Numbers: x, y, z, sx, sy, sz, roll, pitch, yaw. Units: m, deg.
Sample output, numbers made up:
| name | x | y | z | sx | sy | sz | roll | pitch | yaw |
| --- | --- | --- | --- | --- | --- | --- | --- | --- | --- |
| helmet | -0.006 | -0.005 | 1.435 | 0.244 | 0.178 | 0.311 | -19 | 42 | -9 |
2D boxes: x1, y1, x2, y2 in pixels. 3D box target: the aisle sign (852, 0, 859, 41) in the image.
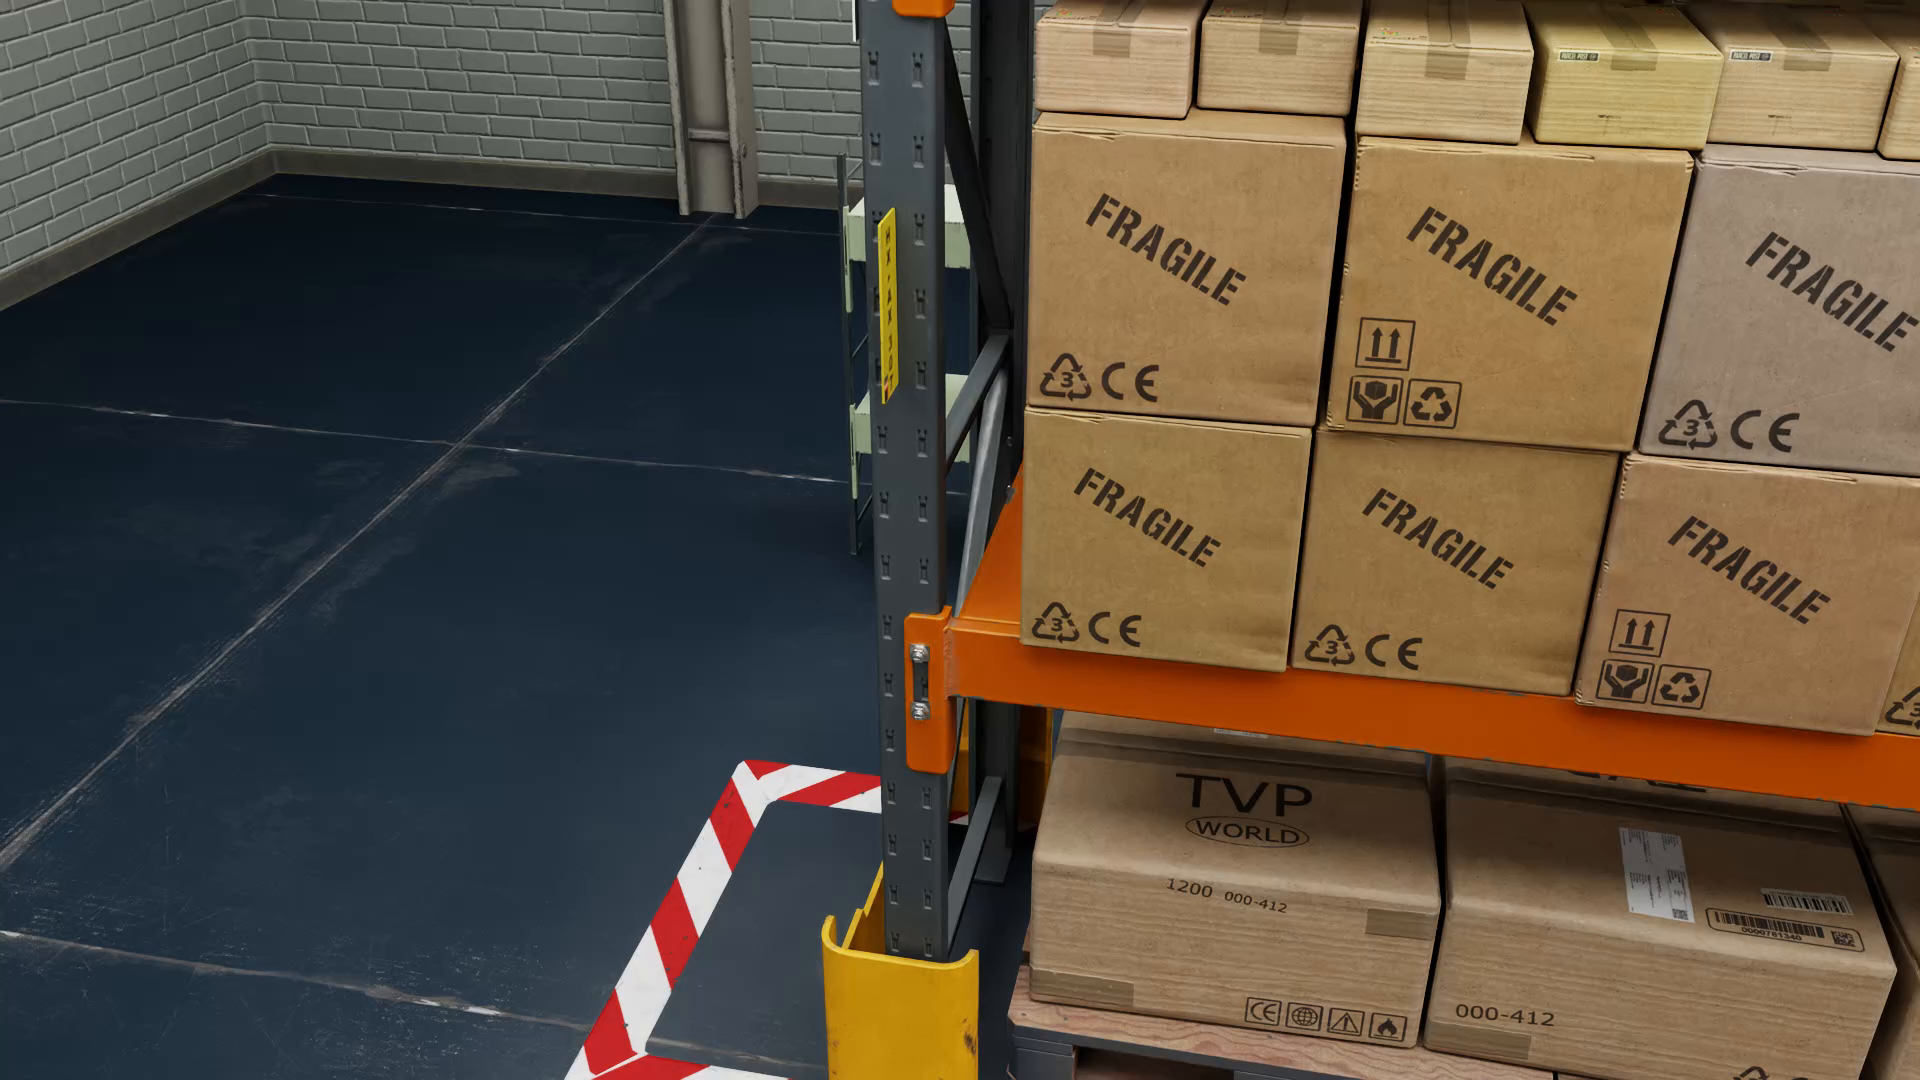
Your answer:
| name | x | y | z | sx | sy | sz | roll | pitch | yaw |
| --- | --- | --- | --- | --- | --- | --- | --- | --- | --- |
| aisle sign | -0.133 | -1.259 | 2.720 | 0.004 | 0.787 | 0.394 | 6 | 29 | 11 |

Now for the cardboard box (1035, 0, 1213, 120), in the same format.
| name | x | y | z | sx | sy | sz | roll | pitch | yaw |
| --- | --- | --- | --- | --- | --- | --- | --- | --- | --- |
| cardboard box | 0.288 | -0.849 | 2.857 | 0.250 | 0.149 | 0.380 | 6 | 29 | 12 |

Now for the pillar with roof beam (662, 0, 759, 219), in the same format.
| name | x | y | z | sx | sy | sz | roll | pitch | yaw |
| --- | --- | --- | --- | --- | --- | --- | --- | --- | --- |
| pillar with roof beam | -2.316 | -3.883 | 3.972 | 0.400 | 9.000 | 9.100 | 6 | 29 | 11 |

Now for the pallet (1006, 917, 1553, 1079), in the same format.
| name | x | y | z | sx | sy | sz | roll | pitch | yaw |
| --- | --- | --- | --- | --- | --- | --- | --- | --- | --- |
| pallet | 0.797 | 1.019 | 4.170 | 1.213 | 0.211 | 1.003 | 6 | 29 | 11 |

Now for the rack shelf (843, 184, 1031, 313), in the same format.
| name | x | y | z | sx | sy | sz | roll | pitch | yaw |
| --- | --- | --- | --- | --- | --- | --- | --- | --- | --- |
| rack shelf | 0.007 | -1.000 | 5.701 | 0.720 | 0.370 | 0.431 | 6 | 29 | 11 |

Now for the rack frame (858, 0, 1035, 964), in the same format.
| name | x | y | z | sx | sy | sz | roll | pitch | yaw |
| --- | --- | --- | --- | --- | --- | --- | --- | --- | --- |
| rack frame | -0.002 | -0.248 | 3.579 | 0.127 | 3.000 | 1.000 | 6 | 29 | 11 |

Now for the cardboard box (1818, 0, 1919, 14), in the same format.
| name | x | y | z | sx | sy | sz | roll | pitch | yaw |
| --- | --- | --- | --- | --- | --- | --- | --- | --- | --- |
| cardboard box | 1.650 | -0.971 | 3.079 | 0.250 | 0.149 | 0.380 | 7 | 29 | 12 |

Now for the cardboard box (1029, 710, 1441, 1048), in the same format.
| name | x | y | z | sx | sy | sz | roll | pitch | yaw |
| --- | --- | --- | --- | --- | --- | --- | --- | --- | --- |
| cardboard box | 0.665 | 0.711 | 4.059 | 0.875 | 0.438 | 0.875 | 5 | 29 | 9 |

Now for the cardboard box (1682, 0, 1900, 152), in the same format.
| name | x | y | z | sx | sy | sz | roll | pitch | yaw |
| --- | --- | --- | --- | --- | --- | --- | --- | --- | --- |
| cardboard box | 1.318 | -0.757 | 2.689 | 0.250 | 0.149 | 0.380 | 6 | 29 | 11 |

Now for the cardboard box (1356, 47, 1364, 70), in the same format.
| name | x | y | z | sx | sy | sz | roll | pitch | yaw |
| --- | --- | --- | --- | --- | --- | --- | --- | --- | --- |
| cardboard box | 1.037 | -0.755 | 3.361 | 0.500 | 0.500 | 0.500 | 6 | 29 | 11 |

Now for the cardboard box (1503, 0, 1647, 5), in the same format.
| name | x | y | z | sx | sy | sz | roll | pitch | yaw |
| --- | --- | --- | --- | --- | --- | --- | --- | --- | --- |
| cardboard box | 1.152 | -1.028 | 3.183 | 0.250 | 0.149 | 0.380 | 7 | 29 | 12 |

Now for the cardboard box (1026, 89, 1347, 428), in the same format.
| name | x | y | z | sx | sy | sz | roll | pitch | yaw |
| --- | --- | --- | --- | --- | --- | --- | --- | --- | --- |
| cardboard box | 0.408 | -0.549 | 2.983 | 0.500 | 0.500 | 0.500 | 5 | 29 | 9 |

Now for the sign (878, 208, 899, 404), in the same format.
| name | x | y | z | sx | sy | sz | roll | pitch | yaw |
| --- | --- | --- | --- | --- | --- | --- | --- | --- | --- |
| sign | -0.124 | -0.402 | 2.878 | 0.005 | 0.325 | 0.100 | 6 | 29 | 11 |

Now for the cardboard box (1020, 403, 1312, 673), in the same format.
| name | x | y | z | sx | sy | sz | roll | pitch | yaw |
| --- | --- | --- | --- | --- | --- | --- | --- | --- | --- |
| cardboard box | 0.408 | -0.109 | 3.221 | 0.500 | 0.500 | 0.500 | 6 | 29 | 10 |

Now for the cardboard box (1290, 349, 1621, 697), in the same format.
| name | x | y | z | sx | sy | sz | roll | pitch | yaw |
| --- | --- | --- | --- | --- | --- | --- | --- | --- | --- |
| cardboard box | 0.908 | -0.071 | 3.152 | 0.500 | 0.500 | 0.500 | 5 | 29 | 10 |

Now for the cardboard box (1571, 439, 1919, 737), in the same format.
| name | x | y | z | sx | sy | sz | roll | pitch | yaw |
| --- | --- | --- | --- | --- | --- | --- | --- | --- | --- |
| cardboard box | 1.402 | -0.012 | 3.044 | 0.500 | 0.500 | 0.500 | 6 | 29 | 10 |

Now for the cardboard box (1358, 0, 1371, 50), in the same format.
| name | x | y | z | sx | sy | sz | roll | pitch | yaw |
| --- | --- | --- | --- | --- | --- | --- | --- | --- | --- |
| cardboard box | 0.914 | -1.072 | 3.265 | 0.250 | 0.149 | 0.380 | 6 | 29 | 10 |

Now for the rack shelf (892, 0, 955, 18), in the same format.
| name | x | y | z | sx | sy | sz | roll | pitch | yaw |
| --- | --- | --- | --- | --- | --- | --- | --- | --- | --- |
| rack shelf | 1.954 | -1.048 | 2.665 | 4.000 | 0.370 | 1.077 | 6 | 29 | 11 |

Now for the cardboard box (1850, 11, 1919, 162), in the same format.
| name | x | y | z | sx | sy | sz | roll | pitch | yaw |
| --- | --- | --- | --- | --- | --- | --- | --- | --- | --- |
| cardboard box | 1.553 | -0.712 | 2.607 | 0.250 | 0.149 | 0.380 | 6 | 29 | 11 |

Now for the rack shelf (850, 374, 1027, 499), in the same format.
| name | x | y | z | sx | sy | sz | roll | pitch | yaw |
| --- | --- | --- | --- | --- | --- | --- | --- | --- | --- |
| rack shelf | 0.007 | -0.371 | 6.045 | 0.720 | 0.370 | 0.431 | 6 | 29 | 11 |

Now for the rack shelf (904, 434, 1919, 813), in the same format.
| name | x | y | z | sx | sy | sz | roll | pitch | yaw |
| --- | --- | --- | --- | --- | --- | --- | --- | --- | --- |
| rack shelf | 1.954 | 0.268 | 3.386 | 4.000 | 0.370 | 1.077 | 6 | 29 | 11 |

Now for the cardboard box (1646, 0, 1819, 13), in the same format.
| name | x | y | z | sx | sy | sz | roll | pitch | yaw |
| --- | --- | --- | --- | --- | --- | --- | --- | --- | --- |
| cardboard box | 1.393 | -0.968 | 3.074 | 0.250 | 0.149 | 0.380 | 6 | 29 | 10 |

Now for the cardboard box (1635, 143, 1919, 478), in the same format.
| name | x | y | z | sx | sy | sz | roll | pitch | yaw |
| --- | --- | --- | --- | --- | --- | --- | --- | --- | --- |
| cardboard box | 1.420 | -0.452 | 2.807 | 0.500 | 0.500 | 0.500 | 6 | 29 | 10 |

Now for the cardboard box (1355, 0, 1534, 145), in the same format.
| name | x | y | z | sx | sy | sz | roll | pitch | yaw |
| --- | --- | --- | --- | --- | --- | --- | --- | --- | --- |
| cardboard box | 0.789 | -0.777 | 2.724 | 0.250 | 0.149 | 0.380 | 7 | 29 | 12 |

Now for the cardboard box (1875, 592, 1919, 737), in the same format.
| name | x | y | z | sx | sy | sz | roll | pitch | yaw |
| --- | --- | --- | --- | --- | --- | --- | --- | --- | --- |
| cardboard box | 1.895 | 0.031 | 2.966 | 0.500 | 0.500 | 0.500 | 7 | 29 | 12 |

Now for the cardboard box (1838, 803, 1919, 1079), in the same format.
| name | x | y | z | sx | sy | sz | roll | pitch | yaw |
| --- | --- | --- | --- | --- | --- | --- | --- | --- | --- |
| cardboard box | 2.443 | 0.890 | 3.732 | 0.875 | 0.438 | 0.875 | 5 | 29 | 9 |

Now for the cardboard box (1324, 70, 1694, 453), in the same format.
| name | x | y | z | sx | sy | sz | roll | pitch | yaw |
| --- | --- | --- | --- | --- | --- | --- | --- | --- | --- |
| cardboard box | 0.915 | -0.500 | 2.894 | 0.500 | 0.500 | 0.500 | 5 | 29 | 9 |

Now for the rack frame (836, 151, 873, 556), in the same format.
| name | x | y | z | sx | sy | sz | roll | pitch | yaw |
| --- | --- | --- | --- | --- | --- | --- | --- | --- | --- |
| rack frame | -0.351 | -0.694 | 5.956 | 0.023 | 1.500 | 0.400 | 6 | 29 | 11 |

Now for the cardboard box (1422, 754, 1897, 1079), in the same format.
| name | x | y | z | sx | sy | sz | roll | pitch | yaw |
| --- | --- | --- | --- | --- | --- | --- | --- | --- | --- |
| cardboard box | 1.561 | 0.799 | 3.898 | 0.875 | 0.438 | 0.875 | 7 | 29 | 12 |

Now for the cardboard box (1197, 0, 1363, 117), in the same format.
| name | x | y | z | sx | sy | sz | roll | pitch | yaw |
| --- | --- | --- | --- | --- | --- | --- | --- | --- | --- |
| cardboard box | 0.559 | -0.856 | 2.870 | 0.250 | 0.149 | 0.380 | 7 | 29 | 12 |

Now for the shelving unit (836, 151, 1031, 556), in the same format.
| name | x | y | z | sx | sy | sz | roll | pitch | yaw |
| --- | --- | --- | --- | --- | --- | --- | --- | --- | --- |
| shelving unit | 0.007 | -0.657 | 5.889 | 0.755 | 1.500 | 0.431 | 6 | 29 | 11 |

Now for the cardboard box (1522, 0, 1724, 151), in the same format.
| name | x | y | z | sx | sy | sz | roll | pitch | yaw |
| --- | --- | --- | --- | --- | --- | --- | --- | --- | --- |
| cardboard box | 1.050 | -0.759 | 2.691 | 0.250 | 0.149 | 0.380 | 5 | 29 | 9 |

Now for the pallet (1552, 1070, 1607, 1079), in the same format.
| name | x | y | z | sx | sy | sz | roll | pitch | yaw |
| --- | --- | --- | --- | --- | --- | --- | --- | --- | --- |
| pallet | 1.986 | 1.142 | 3.944 | 1.213 | 0.211 | 1.003 | 6 | 29 | 11 |

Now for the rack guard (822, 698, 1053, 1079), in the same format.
| name | x | y | z | sx | sy | sz | roll | pitch | yaw |
| --- | --- | --- | --- | --- | --- | --- | --- | --- | --- |
| rack guard | -0.025 | 0.846 | 4.184 | 0.348 | 0.500 | 1.175 | 6 | 29 | 11 |
